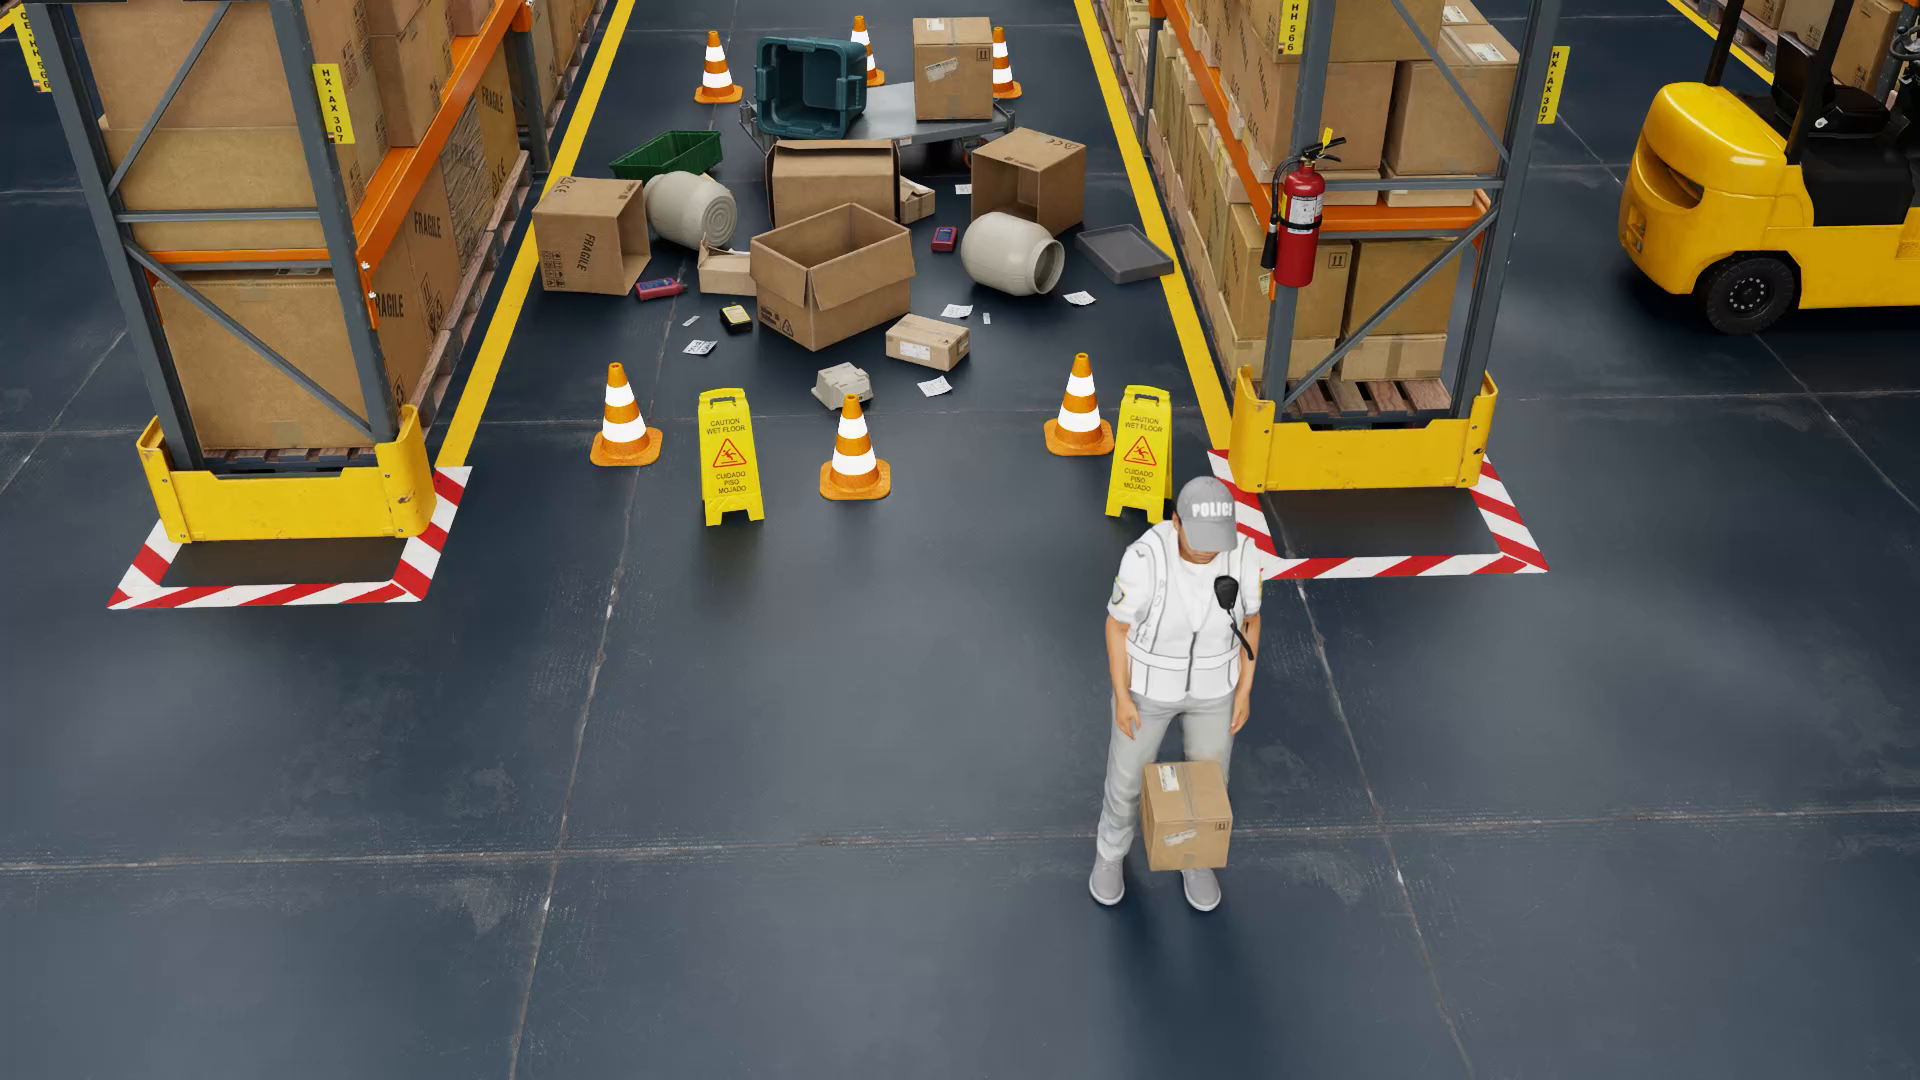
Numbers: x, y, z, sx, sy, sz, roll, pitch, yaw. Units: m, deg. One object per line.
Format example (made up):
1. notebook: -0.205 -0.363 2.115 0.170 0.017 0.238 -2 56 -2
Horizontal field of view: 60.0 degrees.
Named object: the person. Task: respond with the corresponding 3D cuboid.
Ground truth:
1. person: 0.711 0.489 5.451 0.526 1.670 0.452 -2 36 -3
